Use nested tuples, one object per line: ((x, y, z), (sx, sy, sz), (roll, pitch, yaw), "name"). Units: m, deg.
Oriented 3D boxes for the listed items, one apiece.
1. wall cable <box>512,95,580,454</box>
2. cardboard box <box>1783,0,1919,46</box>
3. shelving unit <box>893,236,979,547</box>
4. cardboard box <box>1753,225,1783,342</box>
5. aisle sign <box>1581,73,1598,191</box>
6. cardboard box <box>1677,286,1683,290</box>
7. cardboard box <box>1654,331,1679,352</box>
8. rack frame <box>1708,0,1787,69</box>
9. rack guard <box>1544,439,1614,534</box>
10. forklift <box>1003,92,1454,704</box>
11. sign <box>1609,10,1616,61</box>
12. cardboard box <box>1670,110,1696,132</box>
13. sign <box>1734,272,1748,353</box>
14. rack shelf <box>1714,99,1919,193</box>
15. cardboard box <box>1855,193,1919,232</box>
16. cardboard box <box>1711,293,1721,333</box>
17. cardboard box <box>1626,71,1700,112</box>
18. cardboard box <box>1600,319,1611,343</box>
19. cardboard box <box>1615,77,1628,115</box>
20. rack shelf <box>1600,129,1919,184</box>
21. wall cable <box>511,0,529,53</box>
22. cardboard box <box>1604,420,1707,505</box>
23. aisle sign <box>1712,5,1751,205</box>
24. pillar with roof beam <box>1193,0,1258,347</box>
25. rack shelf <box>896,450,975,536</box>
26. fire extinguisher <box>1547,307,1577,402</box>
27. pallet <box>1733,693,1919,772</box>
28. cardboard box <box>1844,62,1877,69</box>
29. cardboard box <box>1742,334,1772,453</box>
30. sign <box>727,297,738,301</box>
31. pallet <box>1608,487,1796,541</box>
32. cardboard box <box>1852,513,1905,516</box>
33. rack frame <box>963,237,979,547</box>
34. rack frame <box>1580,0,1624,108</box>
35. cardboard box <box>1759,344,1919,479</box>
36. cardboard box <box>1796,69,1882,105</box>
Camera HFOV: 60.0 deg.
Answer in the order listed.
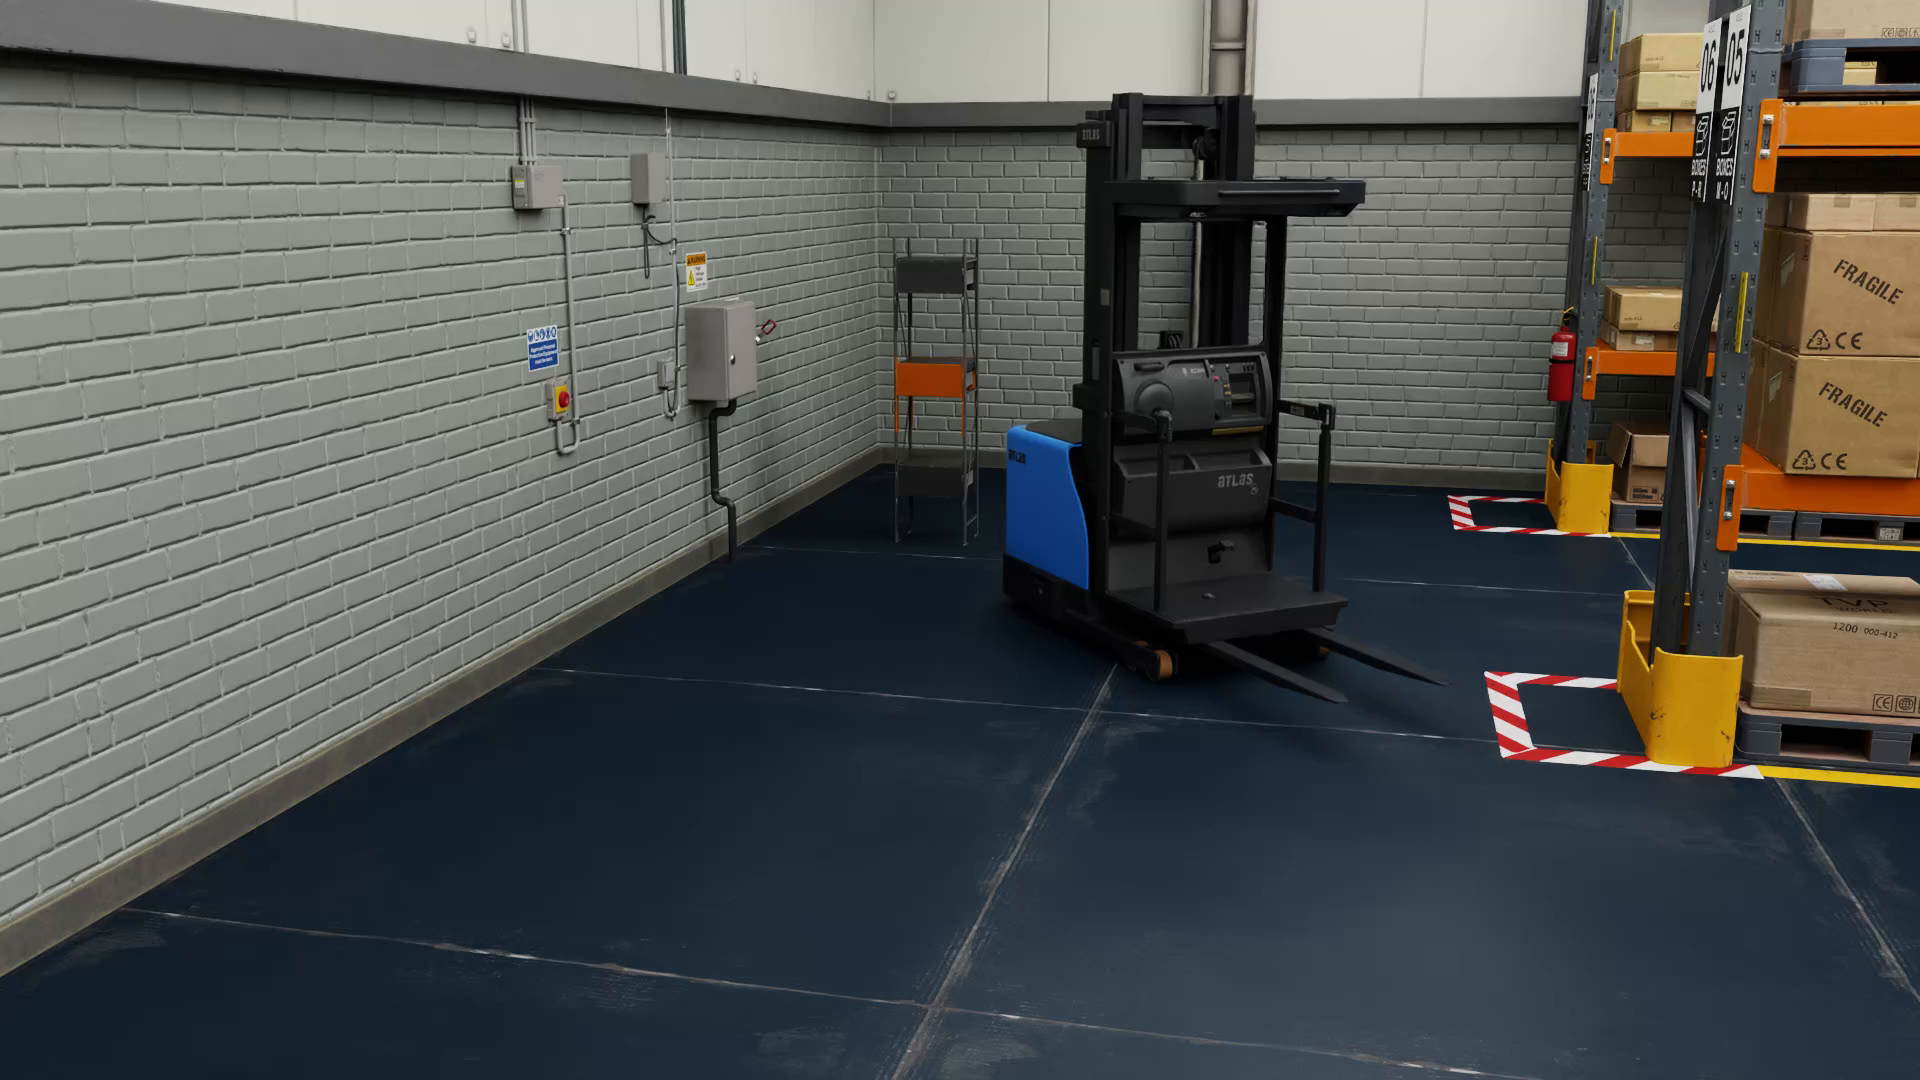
((-2.118, -1.394, 8.675), (0.123, 1.953, 0.585), (3, 13, 14), "wall cable")
((3.821, -2.236, 7.107), (0.500, 0.250, 0.500), (2, 13, 8), "cardboard box")
((-0.161, -1.034, 11.545), (0.503, 2.100, 0.431), (3, 13, 14), "shelving unit")
((3.887, -1.157, 7.486), (0.500, 0.500, 0.500), (4, 13, 15), "cardboard box")
((4.411, -2.850, 11.654), (0.004, 0.787, 0.394), (3, 13, 14), "aisle sign")
((5.559, -1.716, 12.204), (0.500, 0.250, 0.500), (3, 13, 14), "cardboard box")
((5.059, -1.439, 11.872), (0.250, 0.149, 0.380), (3, 13, 15), "cardboard box")
((3.362, -3.524, 6.842), (0.127, 3.000, 1.000), (3, 13, 14), "rack frame")
((4.622, -0.415, 12.451), (0.348, 0.500, 1.175), (3, 13, 14), "rack guard")
((1.345, -0.815, 8.638), (1.130, 2.935, 3.031), (-6, 14, -25), "forklift")
((4.418, -3.416, 11.264), (0.005, 0.325, 0.100), (3, 13, 14), "sign")
((5.063, -2.908, 11.569), (0.250, 0.149, 0.380), (3, 13, 15), "cardboard box")
((3.224, -0.940, 6.865), (0.005, 0.325, 0.100), (3, 13, 14), "sign")
((5.304, -1.605, 6.777), (4.000, 0.370, 1.077), (3, 13, 14), "rack shelf")
((3.912, -1.374, 6.963), (0.250, 0.149, 0.380), (3, 13, 15), "cardboard box")
((5.413, -1.605, 11.702), (0.500, 0.250, 0.500), (3, 13, 14), "cardboard box")
((4.913, -3.095, 11.494), (0.500, 0.250, 0.500), (3, 13, 13), "cardboard box")
((4.934, -1.556, 12.402), (0.250, 0.149, 0.380), (3, 13, 13), "cardboard box")
((5.045, -3.210, 12.011), (0.500, 0.250, 0.500), (3, 13, 13), "cardboard box")
((6.490, -2.649, 11.483), (4.000, 0.370, 1.077), (3, 13, 14), "rack shelf")
((-2.228, -3.760, 7.906), (0.029, 3.000, 0.463), (3, 13, 14), "wall cable")
((5.119, -0.574, 12.190), (0.637, 0.503, 0.797), (3, 13, 11), "cardboard box")
((3.223, -1.807, 6.952), (0.004, 0.787, 0.394), (3, 13, 14), "aisle sign")
((1.115, -3.992, 8.952), (0.400, 9.000, 9.100), (3, 13, 14), "pillar with roof beam")
((-0.161, -0.337, 11.700), (0.480, 0.518, 0.431), (3, 13, 14), "rack shelf")
((4.294, -1.330, 11.843), (0.183, 0.674, 0.296), (3, 13, 14), "fire extinguisher")
((4.157, 0.791, 7.681), (1.213, 0.211, 1.003), (3, 13, 14), "pallet")
((5.899, -3.290, 11.219), (0.500, 0.250, 0.500), (3, 13, 13), "cardboard box")
((3.894, -0.675, 7.619), (0.500, 0.500, 0.500), (3, 13, 14), "cardboard box")
((-1.555, -1.386, 11.273), (0.001, 0.494, 0.329), (3, 13, 14), "sign")
((5.396, -0.233, 12.296), (1.213, 0.211, 1.003), (3, 13, 14), "pallet")
((6.429, -0.471, 11.735), (0.500, 0.500, 0.500), (3, 13, 15), "cardboard box")
((0.076, -1.021, 11.488), (0.015, 2.100, 0.400), (3, 13, 14), "rack frame")
((4.548, -4.568, 11.548), (0.127, 3.000, 1.000), (3, 13, 14), "rack frame")
((3.760, -0.559, 7.097), (0.500, 0.500, 0.500), (3, 13, 13), "cardboard box")
((5.906, -3.044, 11.263), (0.500, 0.250, 0.500), (3, 13, 12), "cardboard box")
